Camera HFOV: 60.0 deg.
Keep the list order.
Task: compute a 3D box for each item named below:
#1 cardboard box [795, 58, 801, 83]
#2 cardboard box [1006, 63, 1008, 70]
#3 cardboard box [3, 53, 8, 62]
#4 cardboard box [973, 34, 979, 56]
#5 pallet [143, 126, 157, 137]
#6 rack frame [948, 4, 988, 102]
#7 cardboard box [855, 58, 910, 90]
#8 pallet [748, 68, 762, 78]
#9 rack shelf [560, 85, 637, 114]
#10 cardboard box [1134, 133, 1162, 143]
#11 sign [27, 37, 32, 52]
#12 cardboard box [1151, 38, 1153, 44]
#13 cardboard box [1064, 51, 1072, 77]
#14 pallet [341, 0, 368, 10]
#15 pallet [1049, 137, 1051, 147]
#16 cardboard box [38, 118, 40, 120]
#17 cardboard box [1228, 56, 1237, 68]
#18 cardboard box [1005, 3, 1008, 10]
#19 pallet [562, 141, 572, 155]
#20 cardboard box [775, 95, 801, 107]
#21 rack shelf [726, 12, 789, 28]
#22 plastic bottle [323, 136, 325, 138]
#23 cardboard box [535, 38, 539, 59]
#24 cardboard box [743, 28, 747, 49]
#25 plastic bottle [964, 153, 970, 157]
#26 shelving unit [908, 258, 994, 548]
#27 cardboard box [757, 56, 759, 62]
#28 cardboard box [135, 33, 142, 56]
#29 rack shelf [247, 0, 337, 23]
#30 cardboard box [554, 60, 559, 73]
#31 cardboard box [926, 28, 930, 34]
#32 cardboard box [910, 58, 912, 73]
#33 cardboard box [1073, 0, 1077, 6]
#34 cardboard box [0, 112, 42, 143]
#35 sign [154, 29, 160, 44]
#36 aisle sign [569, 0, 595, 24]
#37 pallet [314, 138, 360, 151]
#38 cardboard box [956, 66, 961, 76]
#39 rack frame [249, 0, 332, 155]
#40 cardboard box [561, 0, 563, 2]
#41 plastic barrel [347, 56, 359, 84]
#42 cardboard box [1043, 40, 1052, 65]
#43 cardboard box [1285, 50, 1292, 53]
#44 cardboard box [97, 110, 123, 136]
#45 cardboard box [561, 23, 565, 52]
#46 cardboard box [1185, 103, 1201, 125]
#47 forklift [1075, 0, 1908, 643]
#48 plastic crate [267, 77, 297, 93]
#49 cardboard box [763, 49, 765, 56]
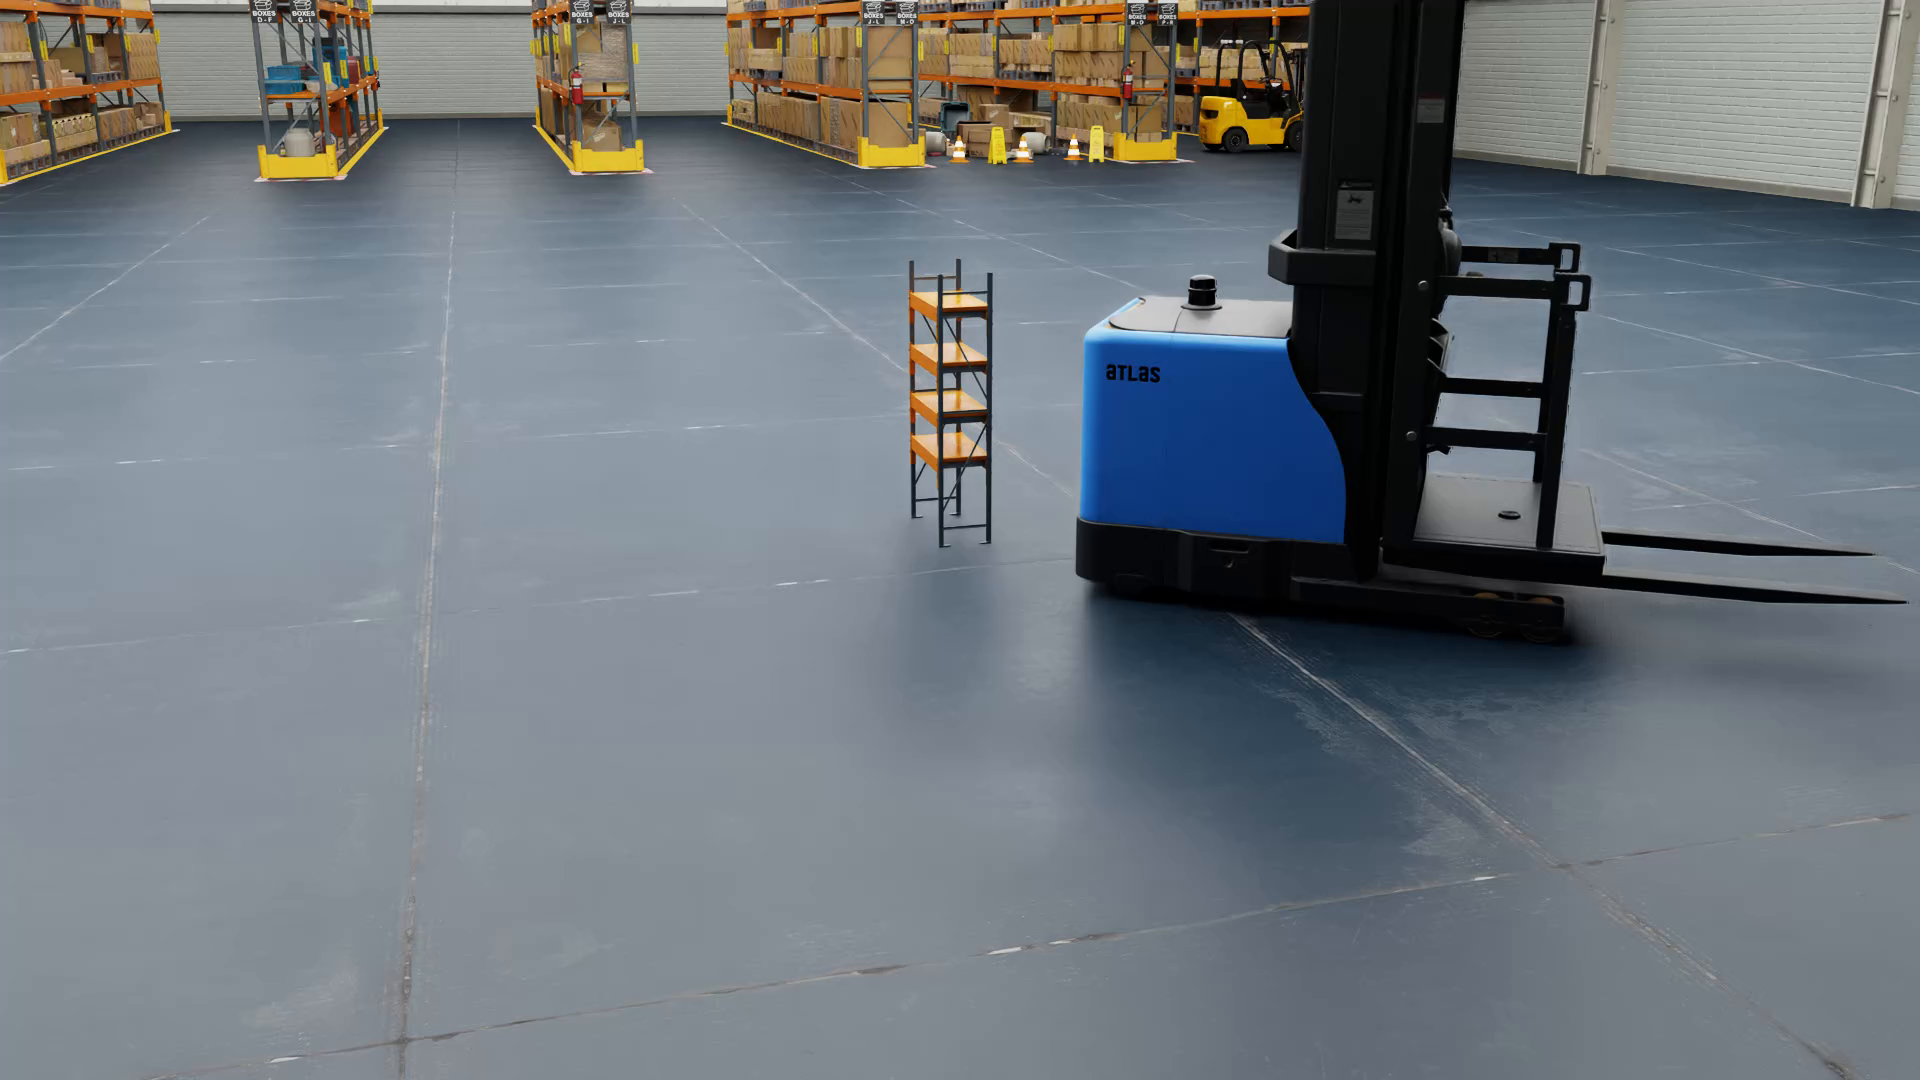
[{"bbox_3d":[-3.153,-9.853,34.864,0.500,0.500,0.500,-5,17,-16],"label":"cardboard box"},{"bbox_3d":[1.256,-10.683,37.509,0.380,0.149,0.250,-6,18,-19],"label":"cardboard box"},{"bbox_3d":[-15.879,-7.918,27.297,0.380,0.149,0.250,-5,17,-15],"label":"cardboard box"},{"bbox_3d":[0.627,-11.716,39.329,0.500,0.500,0.500,-5,17,-15],"label":"cardboard box"},{"bbox_3d":[-19.381,-9.521,38.781,1.003,0.211,1.213,-5,17,-15],"label":"pallet"},{"bbox_3d":[0.200,-11.894,41.834,1.000,3.000,0.127,-5,17,-15],"label":"rack frame"},{"bbox_3d":[-1.379,-8.326,29.696,0.875,0.550,0.550,-5,17,-15],"label":"cardboard box"},{"bbox_3d":[-4.461,-11.160,39.723,1.003,0.211,1.213,-5,17,-15],"label":"pallet"},{"bbox_3d":[-6.580,-8.000,30.120,1.077,0.370,4.000,-5,17,-15],"label":"rack shelf"},{"bbox_3d":[3.542,-7.704,31.934,0.500,0.250,0.500,-5,17,-16],"label":"cardboard box"},{"bbox_3d":[-18.274,-9.693,32.631,0.100,0.325,0.005,-5,17,-15],"label":"sign"},{"bbox_3d":[4.819,-13.150,44.456,0.500,0.500,0.500,-5,17,-17],"label":"cardboard box"},{"bbox_3d":[2.412,-9.591,33.475,0.500,0.500,0.500,-5,17,-15],"label":"cardboard box"},{"bbox_3d":[-13.781,-11.856,36.821,1.213,0.211,1.003,-5,17,-15],"label":"pallet"},{"bbox_3d":[2.184,-8.561,35.585,1.003,0.211,1.213,-5,17,-15],"label":"pallet"},{"bbox_3d":[-17.461,-7.779,31.208,0.500,0.311,0.500,-5,17,-16],"label":"cardboard box"},{"bbox_3d":[6.386,-10.782,37.525,0.500,0.250,0.500,-4,17,-14],"label":"cardboard box"},{"bbox_3d":[1.223,-12.003,37.420,0.380,0.149,0.250,-5,17,-15],"label":"cardboard box"},{"bbox_3d":[-7.345,-7.777,32.976,1.003,0.211,1.213,-5,17,-15],"label":"pallet"},{"bbox_3d":[-3.872,-9.900,37.507,0.500,0.250,0.500,-5,17,-17],"label":"cardboard box"},{"bbox_3d":[-5.081,-13.120,41.952,1.077,0.370,4.000,-5,17,-15],"label":"rack shelf"},{"bbox_3d":[-11.388,-7.103,29.841,0.061,0.283,0.133,-5,17,-15],"label":"plastic bottle"},{"bbox_3d":[-10.269,-12.211,41.331,0.500,0.500,0.500,-5,17,-17],"label":"cardboard box"},{"bbox_3d":[-5.068,-12.395,41.073,0.500,0.500,0.500,-5,18,-17],"label":"cardboard box"},{"bbox_3d":[0.052,-7.403,31.989,0.133,0.061,0.283,-12,20,-34],"label":"plastic bottle"},{"bbox_3d":[-0.045,-0.620,7.432,0.258,1.200,0.503,-5,17,-15],"label":"shelving unit"},{"bbox_3d":[-4.500,-11.190,38.680,0.380,0.149,0.250,-5,17,-16],"label":"cardboard box"},{"bbox_3d":[-18.996,-11.292,37.920,0.500,0.500,0.500,-5,17,-17],"label":"cardboard box"},{"bbox_3d":[-11.342,-9.045,28.385,1.077,0.370,4.000,-5,17,-15],"label":"rack shelf"},{"bbox_3d":[-7.989,-9.651,33.899,0.500,0.250,0.500,-5,17,-17],"label":"cardboard box"},{"bbox_3d":[-0.682,-13.285,43.427,0.380,0.149,0.250,-5,17,-17],"label":"cardboard box"},{"bbox_3d":[-1.043,-12.893,44.985,0.500,0.500,0.500,-5,17,-16],"label":"cardboard box"},{"bbox_3d":[2.472,-10.683,33.024,0.380,0.149,0.250,-4,17,-14],"label":"cardboard box"},{"bbox_3d":[-16.192,-7.109,28.649,0.500,0.500,0.500,-5,17,-15],"label":"cardboard box"},{"bbox_3d":[-19.414,-12.179,40.221,0.100,0.325,0.005,-5,17,-15],"label":"sign"},{"bbox_3d":[-6.302,-8.995,27.665,0.394,0.787,0.004,-5,17,-15],"label":"aisle sign"},{"bbox_3d":[-12.815,-8.060,33.916,1.003,0.211,1.213,-5,17,-15],"label":"pallet"},{"bbox_3d":[0.211,-11.536,40.905,0.500,0.250,0.500,-5,17,-17],"label":"cardboard box"},{"bbox_3d":[-10.792,-7.400,26.872,1.000,3.000,0.127,-5,17,-15],"label":"rack frame"},{"bbox_3d":[-6.823,-9.688,29.537,0.500,0.250,0.500,-5,17,-16],"label":"cardboard box"},{"bbox_3d":[-12.572,-9.573,33.871,0.600,0.536,0.708,-5,17,-15],"label":"plastic barrel"},{"bbox_3d":[2.051,-10.182,34.714,0.500,0.500,0.500,-5,17,-16],"label":"cardboard box"},{"bbox_3d":[7.078,-10.253,35.068,0.380,0.149,0.250,-4,17,-14],"label":"cardboard box"},{"bbox_3d":[-18.036,-8.811,35.152,0.500,0.500,0.500,-5,18,-17],"label":"cardboard box"},{"bbox_3d":[-6.974,-9.146,30.256,0.500,0.500,0.500,-5,17,-15],"label":"cardboard box"},{"bbox_3d":[5.748,-10.285,40.092,0.500,0.500,0.500,-4,17,-14],"label":"cardboard box"},{"bbox_3d":[2.045,-1.192,6.327,3.031,2.935,1.130,5,17,17],"label":"forklift"},{"bbox_3d":[-11.391,-7.623,27.875,0.499,0.251,0.408,-5,17,-15],"label":"plastic crate"},{"bbox_3d":[-4.284,-11.116,37.917,0.380,0.149,0.250,-5,17,-15],"label":"cardboard box"}]
